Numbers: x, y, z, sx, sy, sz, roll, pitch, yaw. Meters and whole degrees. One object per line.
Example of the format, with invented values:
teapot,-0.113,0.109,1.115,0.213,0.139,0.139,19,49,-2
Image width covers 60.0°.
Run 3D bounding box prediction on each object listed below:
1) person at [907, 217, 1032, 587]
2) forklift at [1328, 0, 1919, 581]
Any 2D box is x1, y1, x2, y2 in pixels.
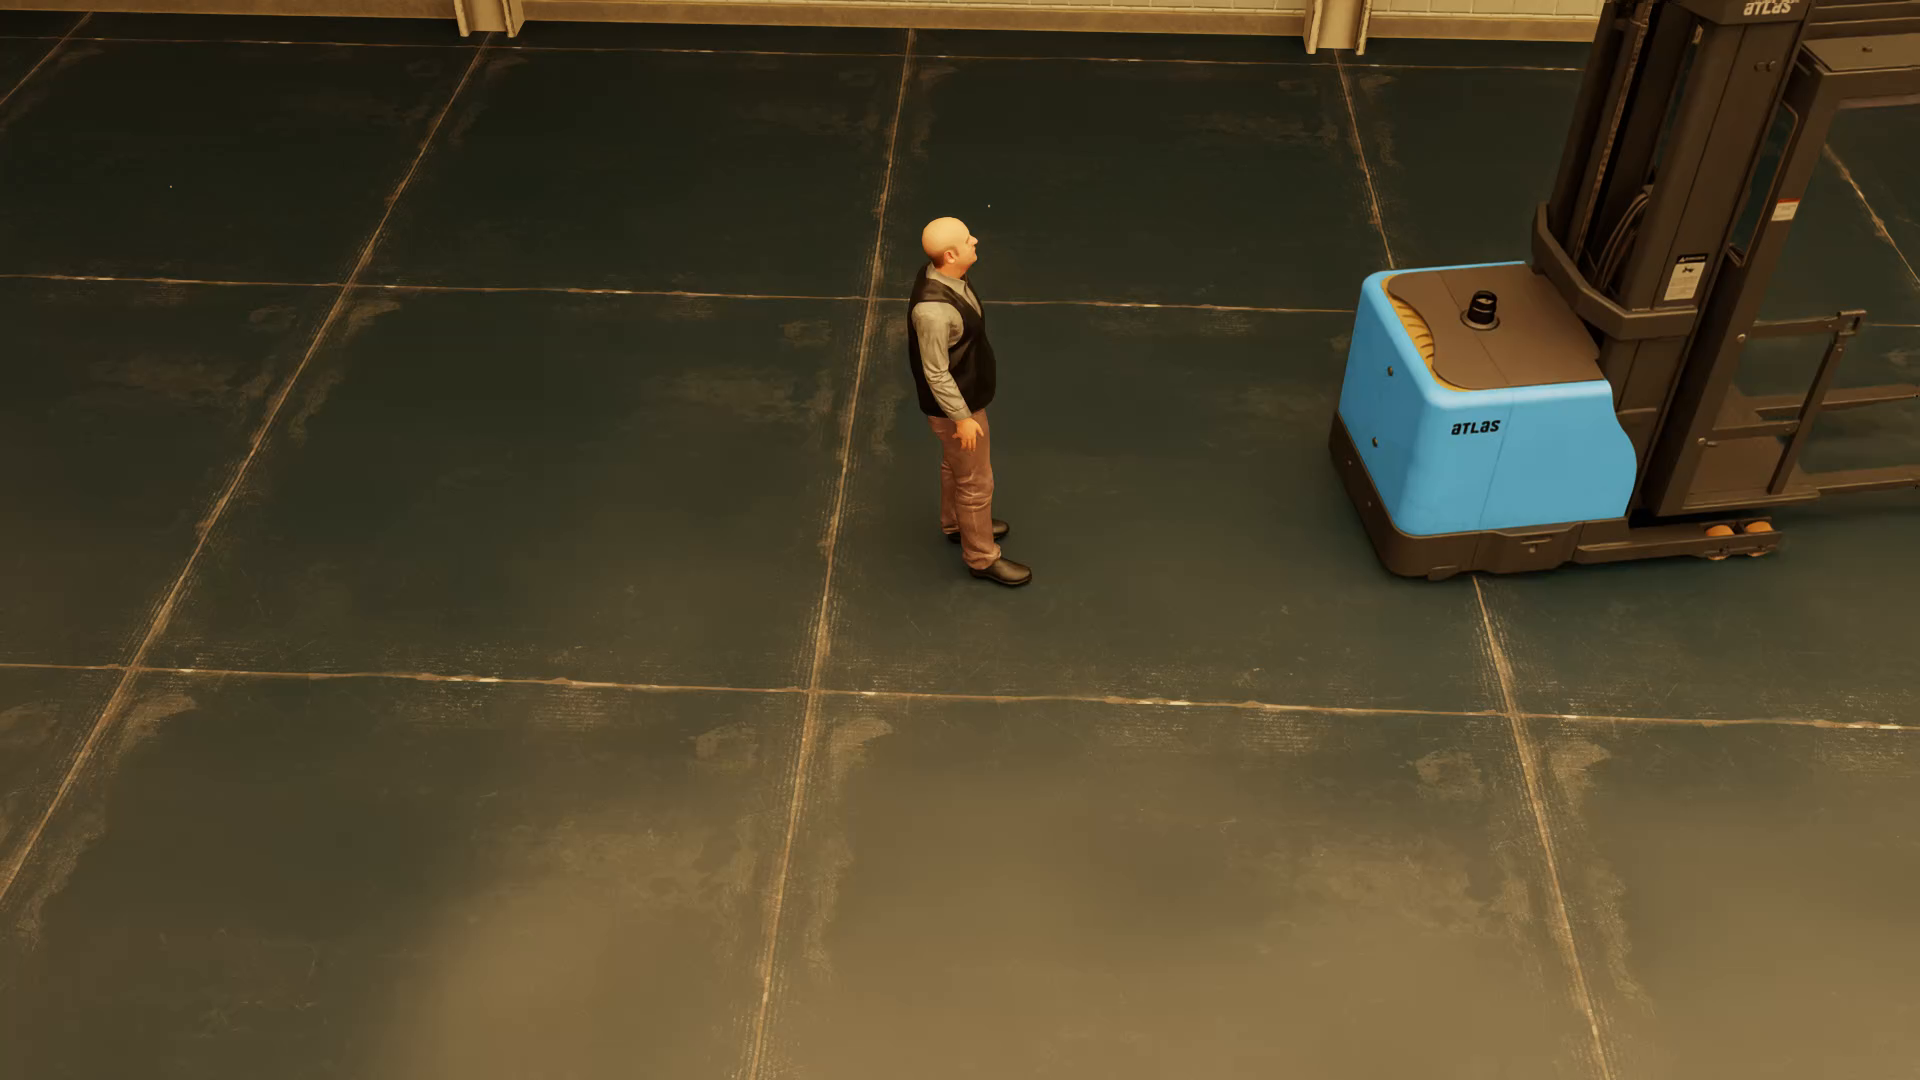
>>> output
person,0.061,-0.634,7.323,0.568,1.720,0.632,2,42,2
forklift,3.401,-1.339,7.209,3.031,2.935,1.130,-5,43,-6
